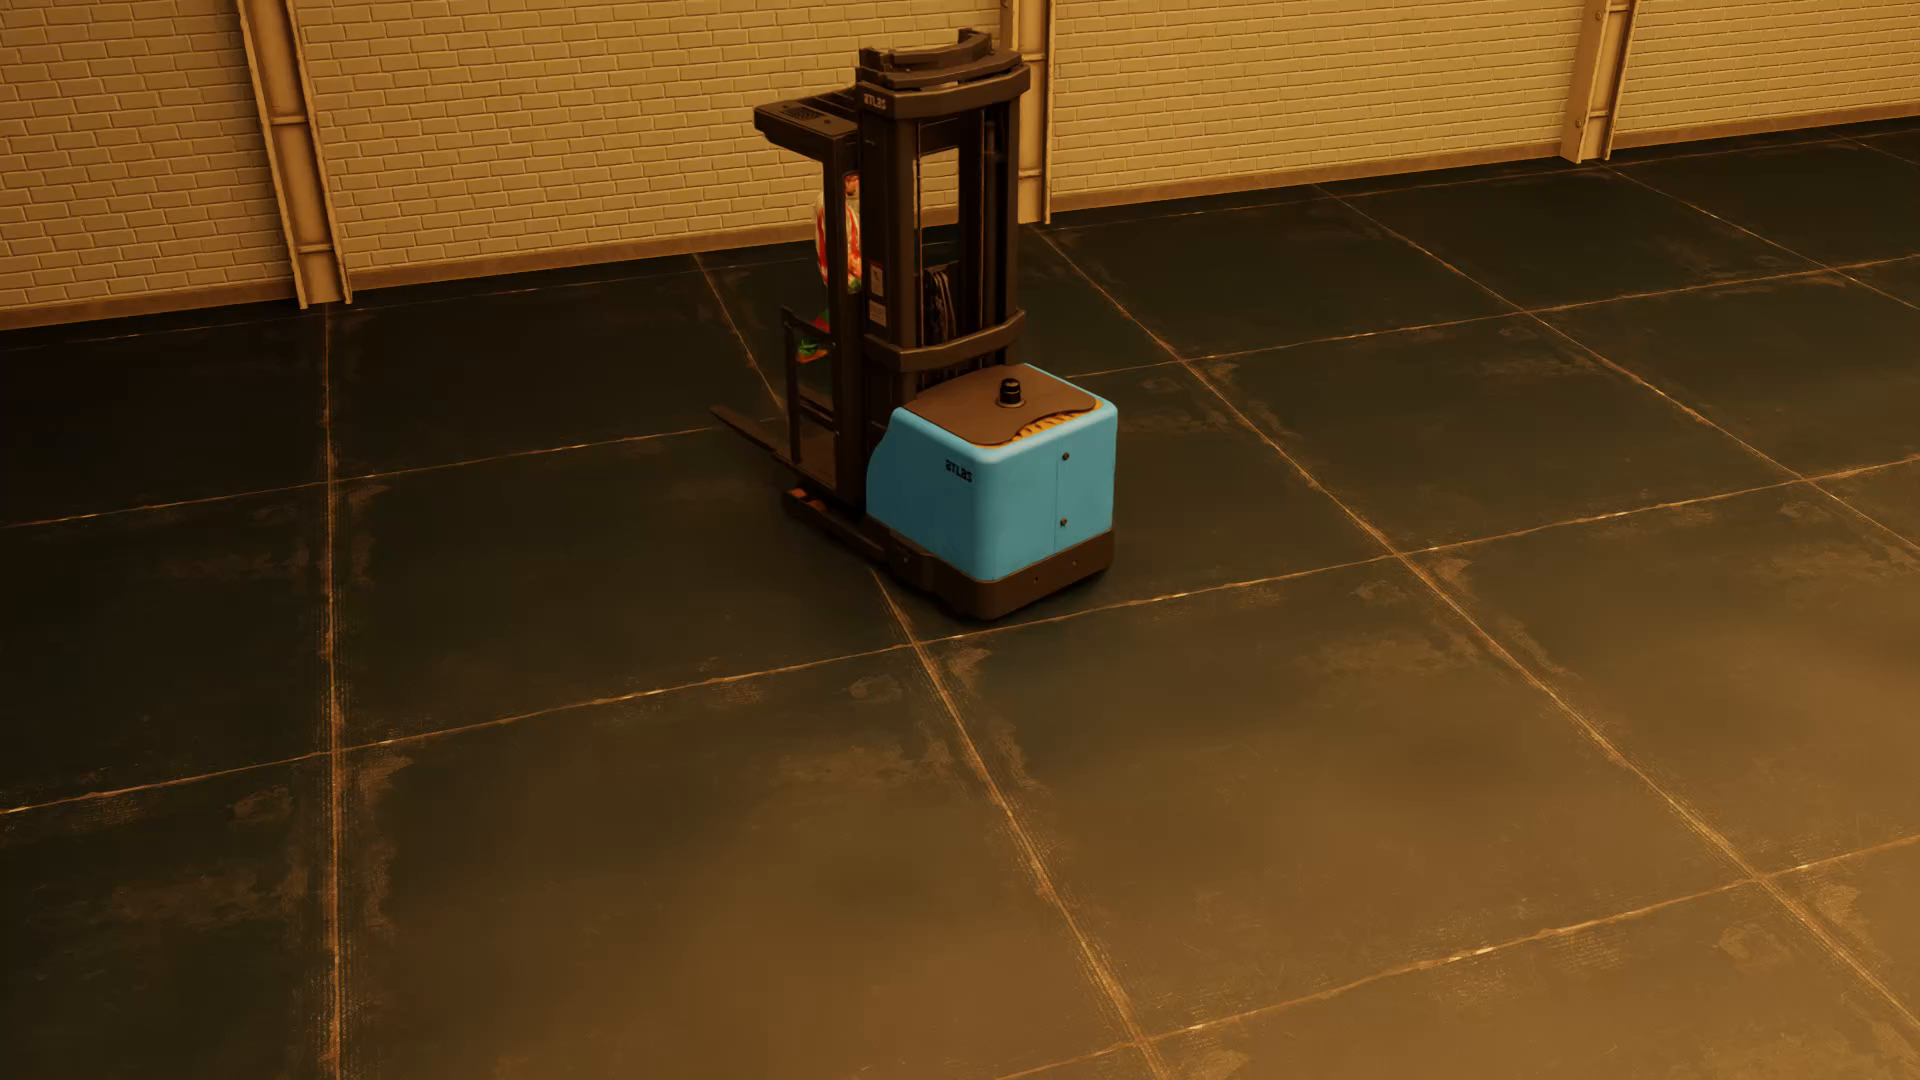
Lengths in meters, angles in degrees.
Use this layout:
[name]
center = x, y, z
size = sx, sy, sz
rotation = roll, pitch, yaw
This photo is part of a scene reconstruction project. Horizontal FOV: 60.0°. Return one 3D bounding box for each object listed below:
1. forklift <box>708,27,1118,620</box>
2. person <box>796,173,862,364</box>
[forklift]
center = -0.449, -1.493, 9.681
size = 1.130, 2.935, 3.031
rotation = -23, 37, -34
[person]
center = -0.787, -1.944, 11.808
size = 0.786, 1.637, 0.992
rotation = -7, 31, -11
